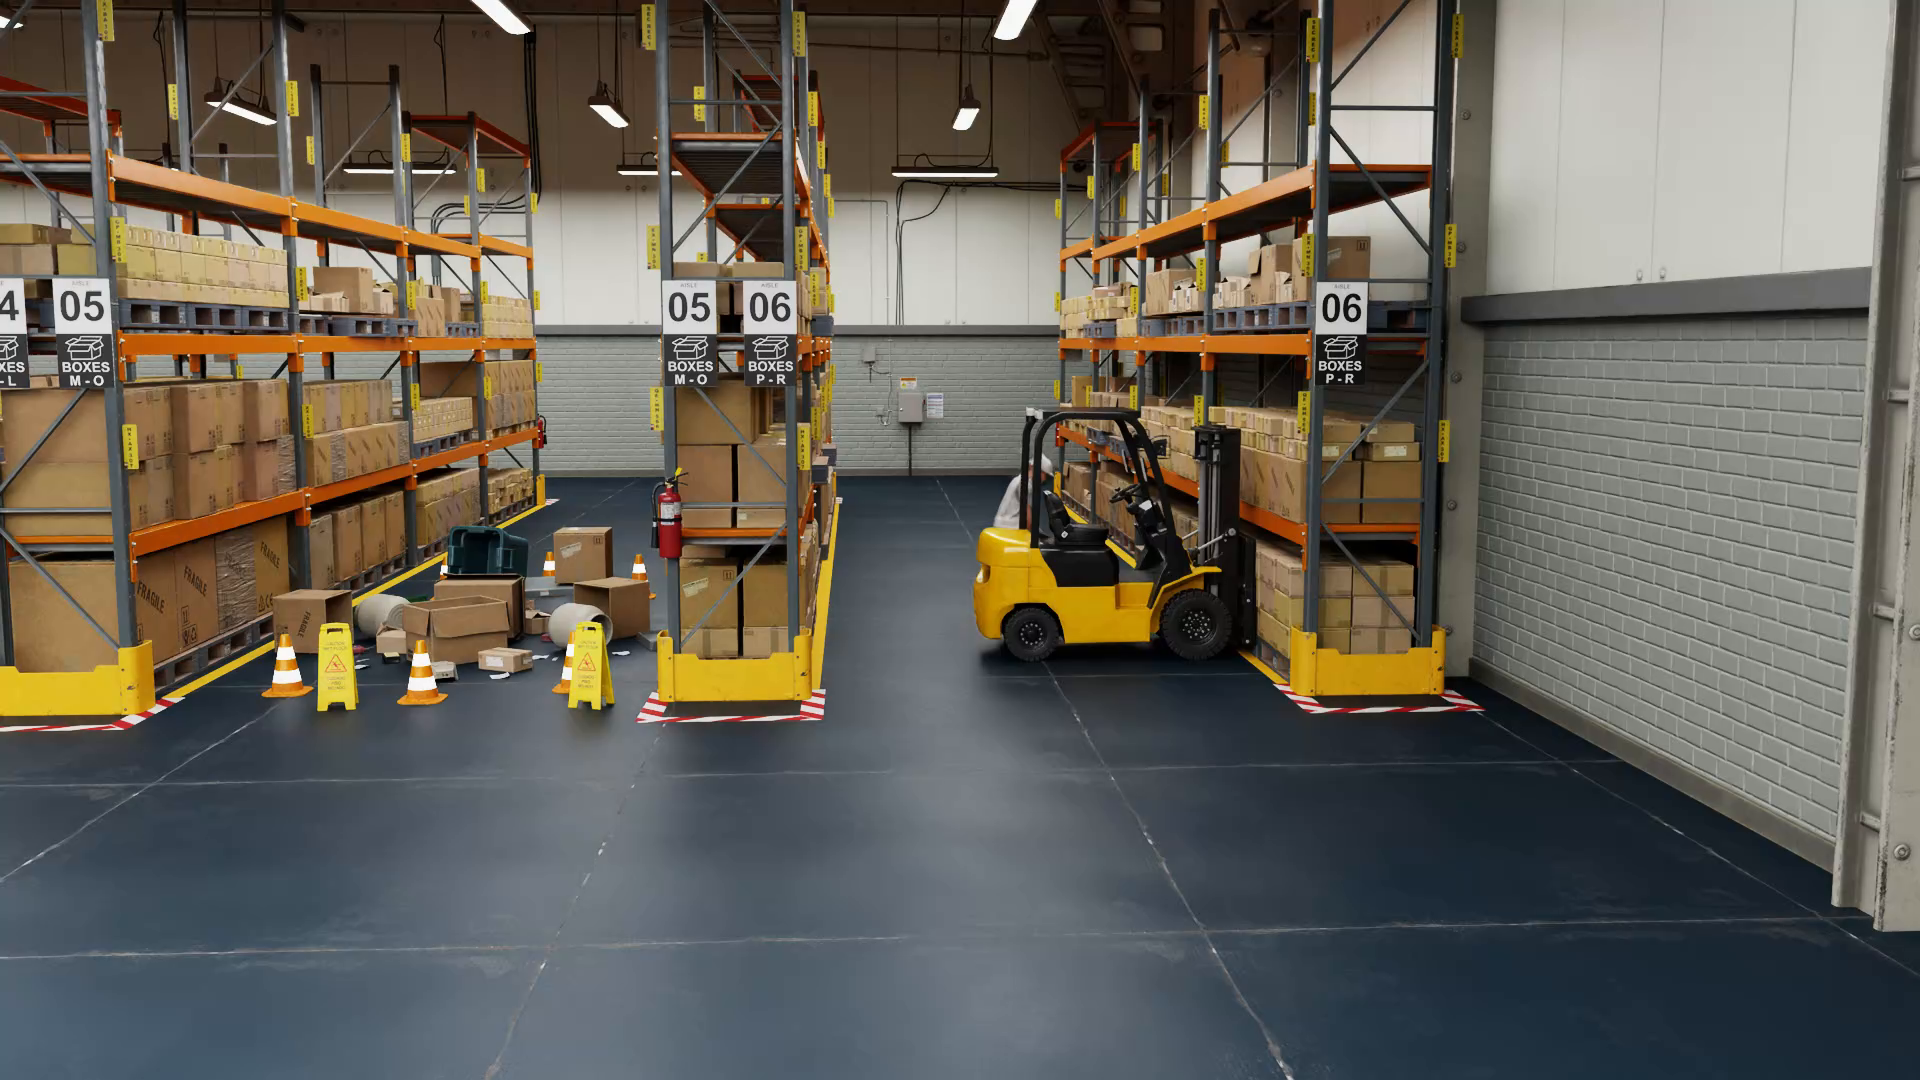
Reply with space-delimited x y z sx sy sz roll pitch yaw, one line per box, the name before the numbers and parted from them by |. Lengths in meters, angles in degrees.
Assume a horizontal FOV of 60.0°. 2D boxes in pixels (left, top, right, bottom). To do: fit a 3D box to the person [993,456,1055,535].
person | 0.644 -0.046 16.818 0.625 1.604 0.572 0 7 -3
